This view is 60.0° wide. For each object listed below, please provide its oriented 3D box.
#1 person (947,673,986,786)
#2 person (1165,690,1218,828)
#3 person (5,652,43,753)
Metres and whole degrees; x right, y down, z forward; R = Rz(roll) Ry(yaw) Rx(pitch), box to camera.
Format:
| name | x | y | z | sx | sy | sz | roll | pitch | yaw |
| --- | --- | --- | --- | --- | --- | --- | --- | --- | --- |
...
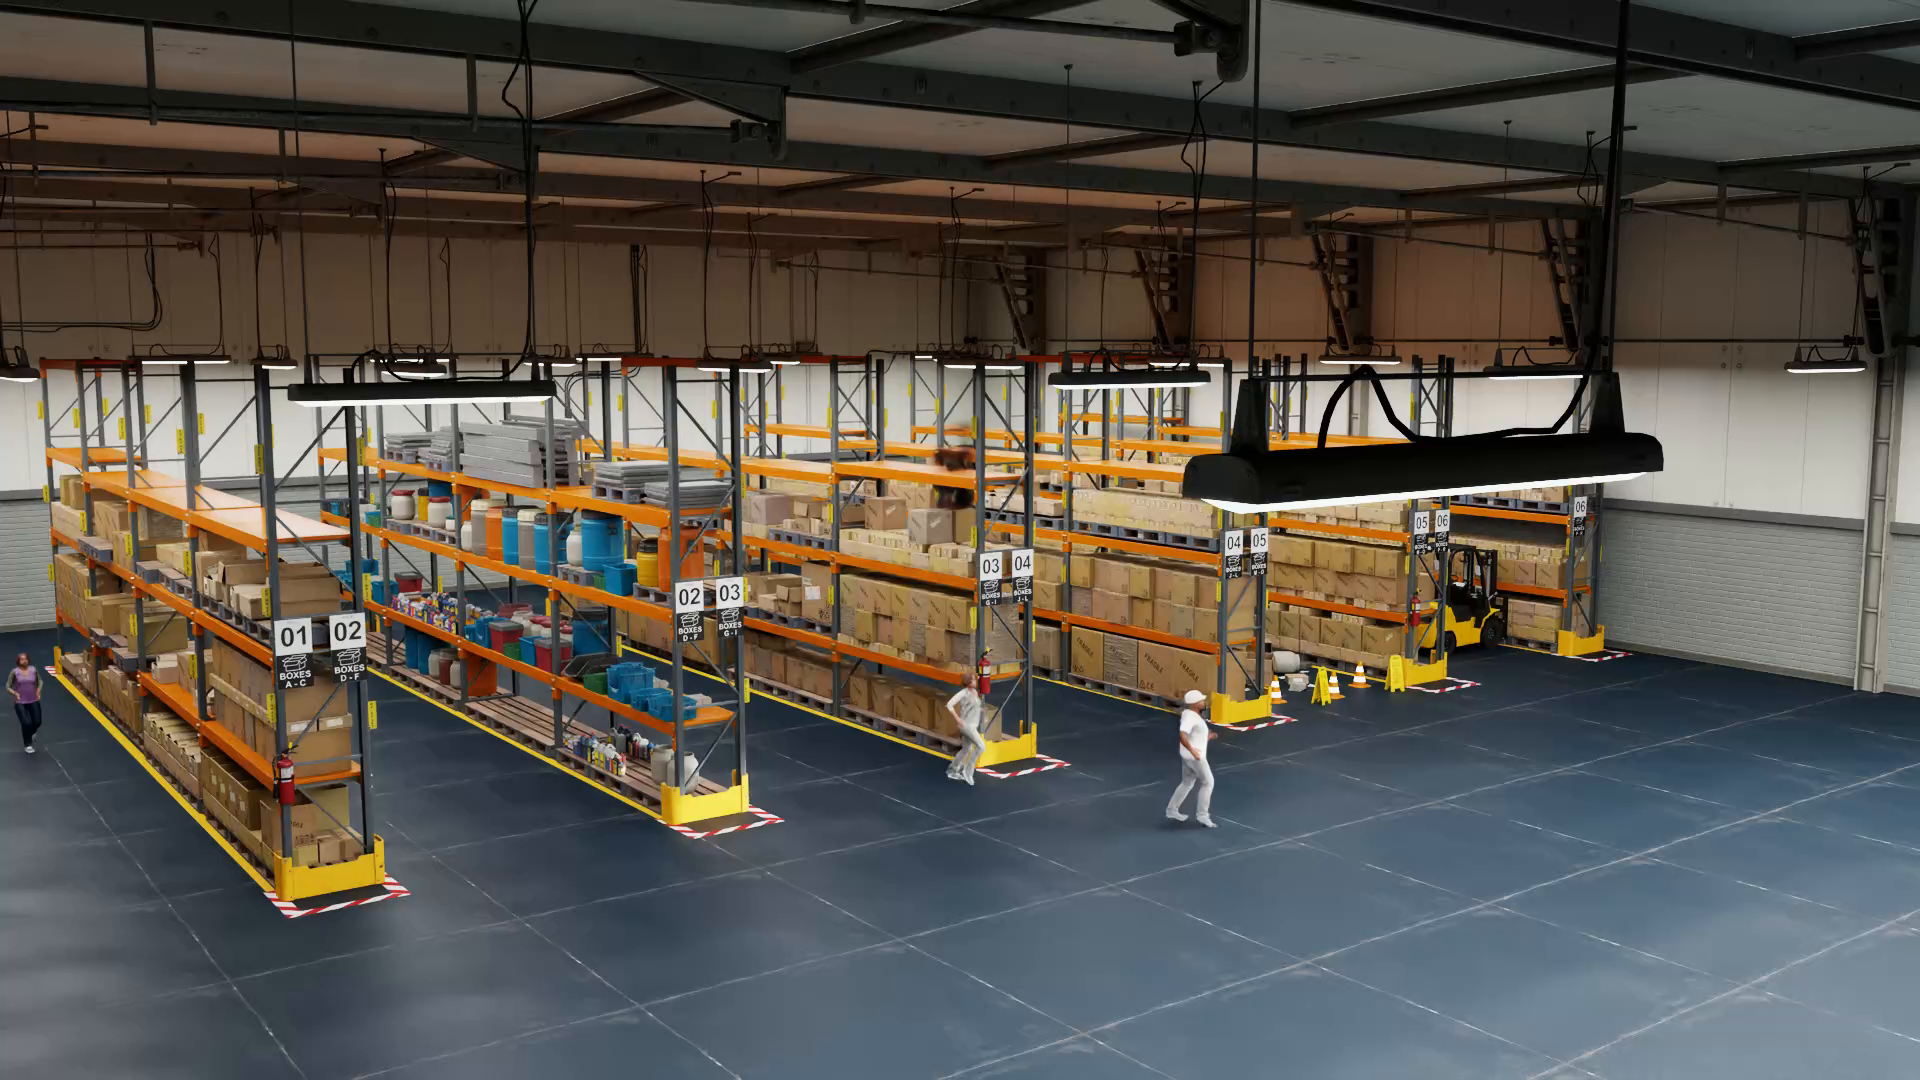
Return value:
| name | x | y | z | sx | sy | sz | roll | pitch | yaw |
| --- | --- | --- | --- | --- | --- | --- | --- | --- | --- |
| person | 0.103 | 2.700 | 23.807 | 0.599 | 1.610 | 0.522 | 2 | 7 | 16 |
| person | 3.042 | 2.862 | 21.711 | 0.701 | 1.828 | 0.682 | -1 | 7 | -6 |
| person | -14.359 | 2.497 | 25.570 | 0.532 | 1.550 | 0.551 | -6 | 9 | -40 |
